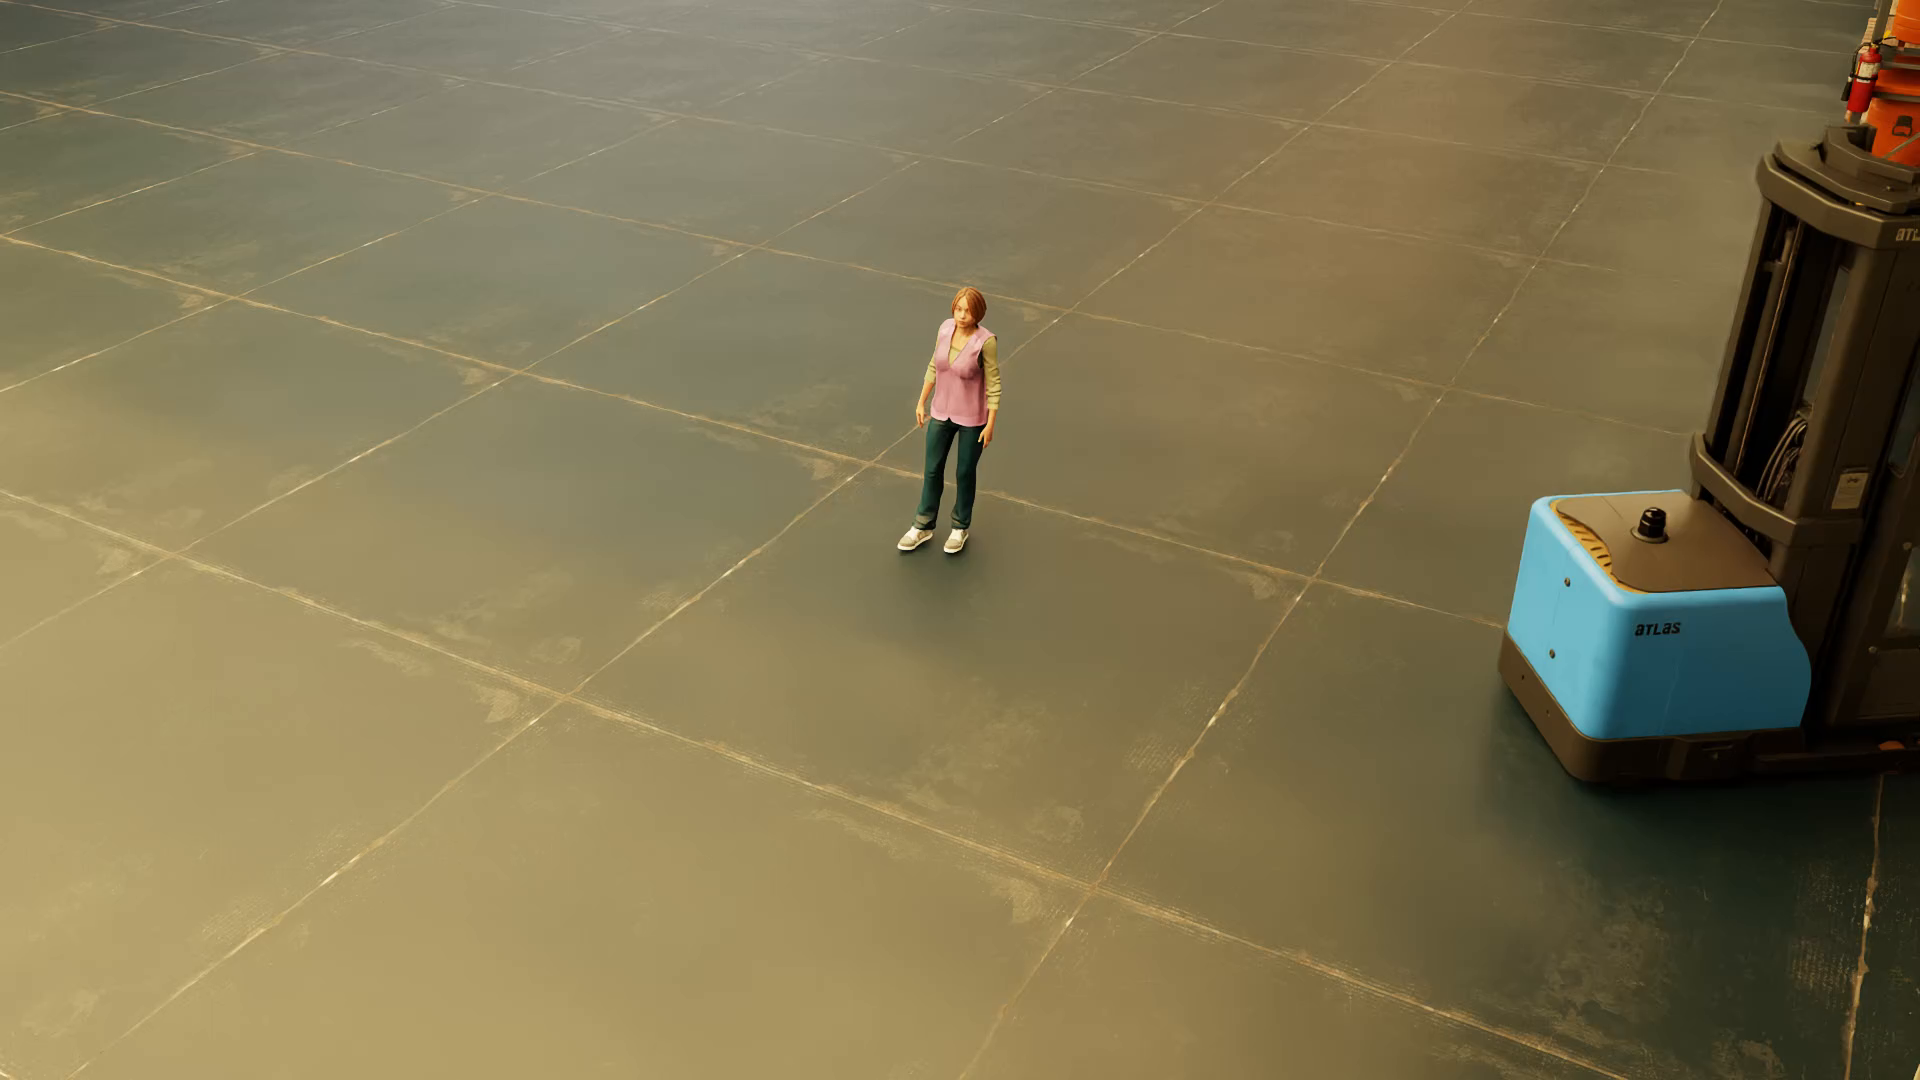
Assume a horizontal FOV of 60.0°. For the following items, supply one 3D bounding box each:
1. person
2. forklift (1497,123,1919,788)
[{"bbox_3d":[-0.048,-0.669,9.550,0.520,1.597,0.476,15,33,25],"label":"person"},{"bbox_3d":[4.360,-0.395,7.756,3.031,2.935,1.130,-3,30,-5],"label":"forklift"}]
